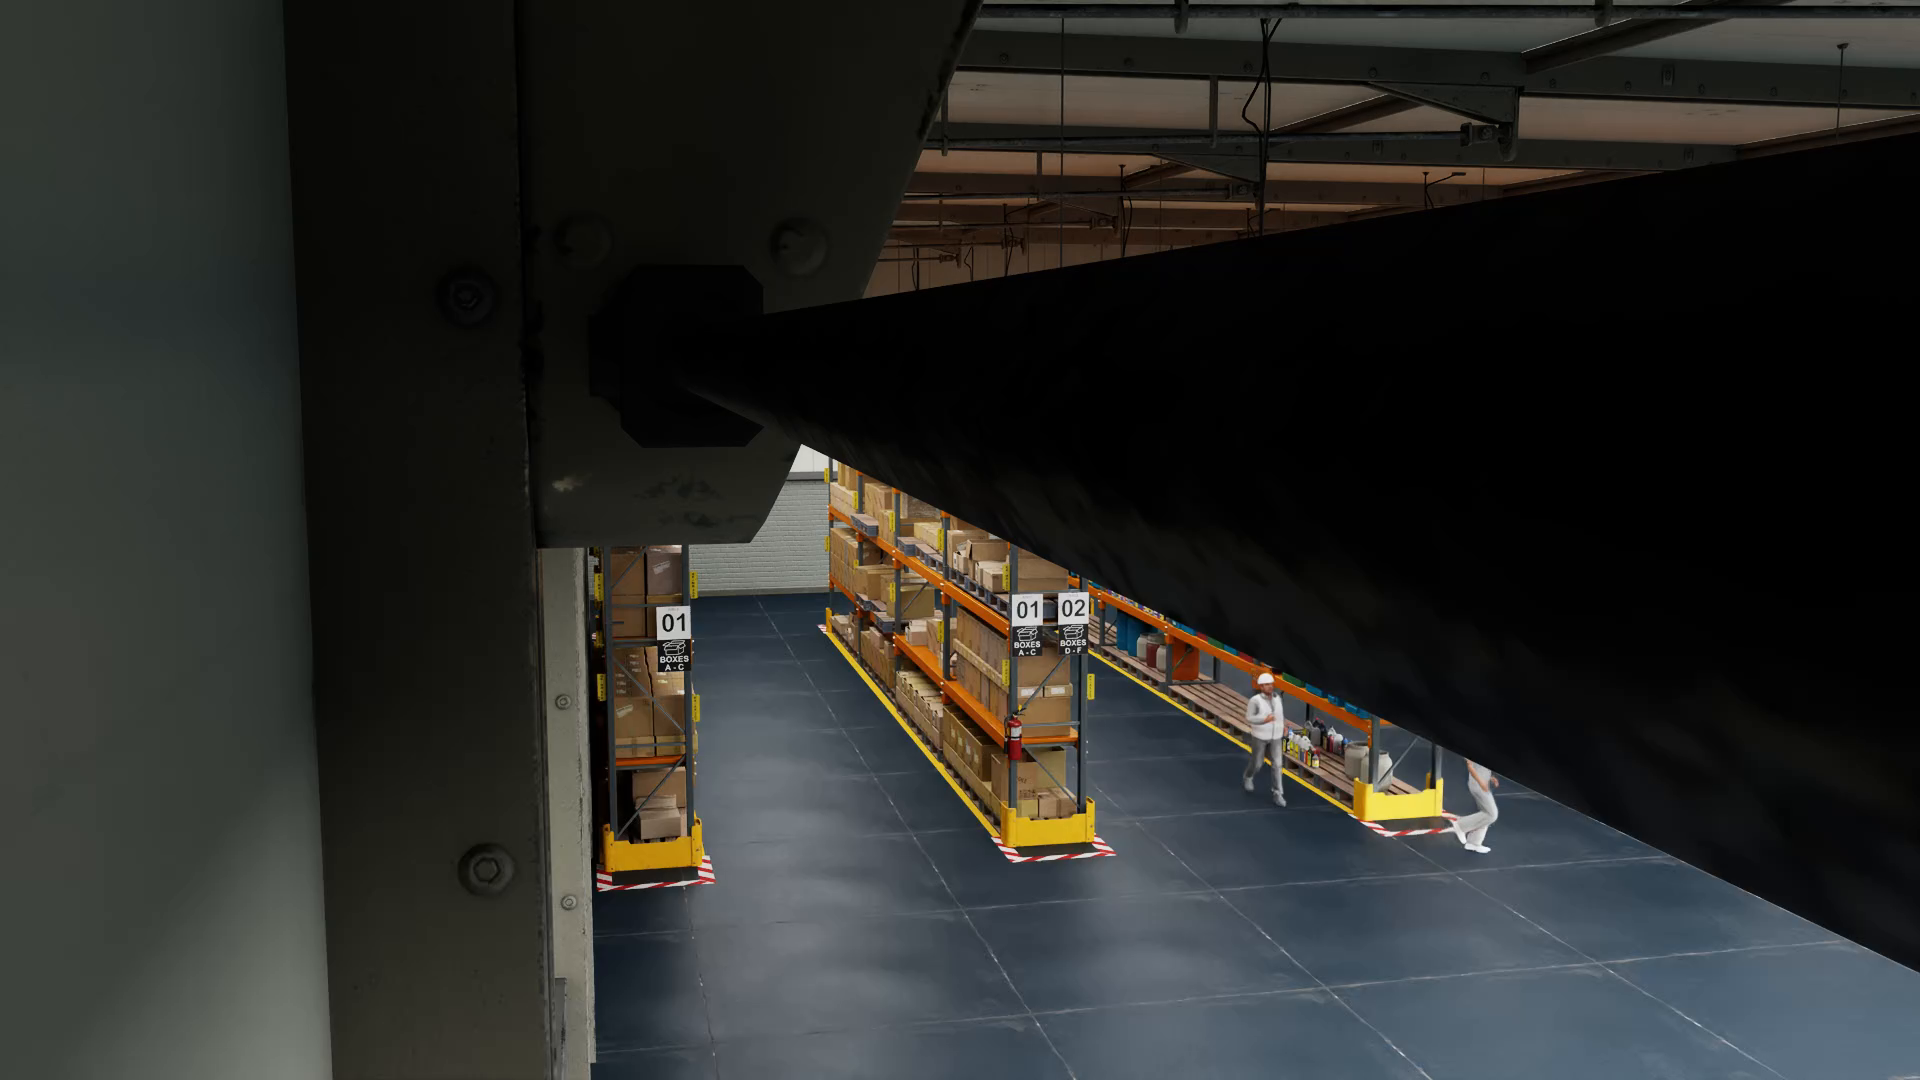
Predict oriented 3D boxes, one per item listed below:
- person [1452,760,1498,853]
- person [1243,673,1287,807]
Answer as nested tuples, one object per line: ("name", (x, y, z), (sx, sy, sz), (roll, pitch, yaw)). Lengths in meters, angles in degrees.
("person", (6.443, 3.078, 20.727), (0.547, 1.637, 0.563), (3, 7, 22))
("person", (4.230, 2.712, 22.938), (0.657, 1.758, 0.971), (-2, 7, -15))
